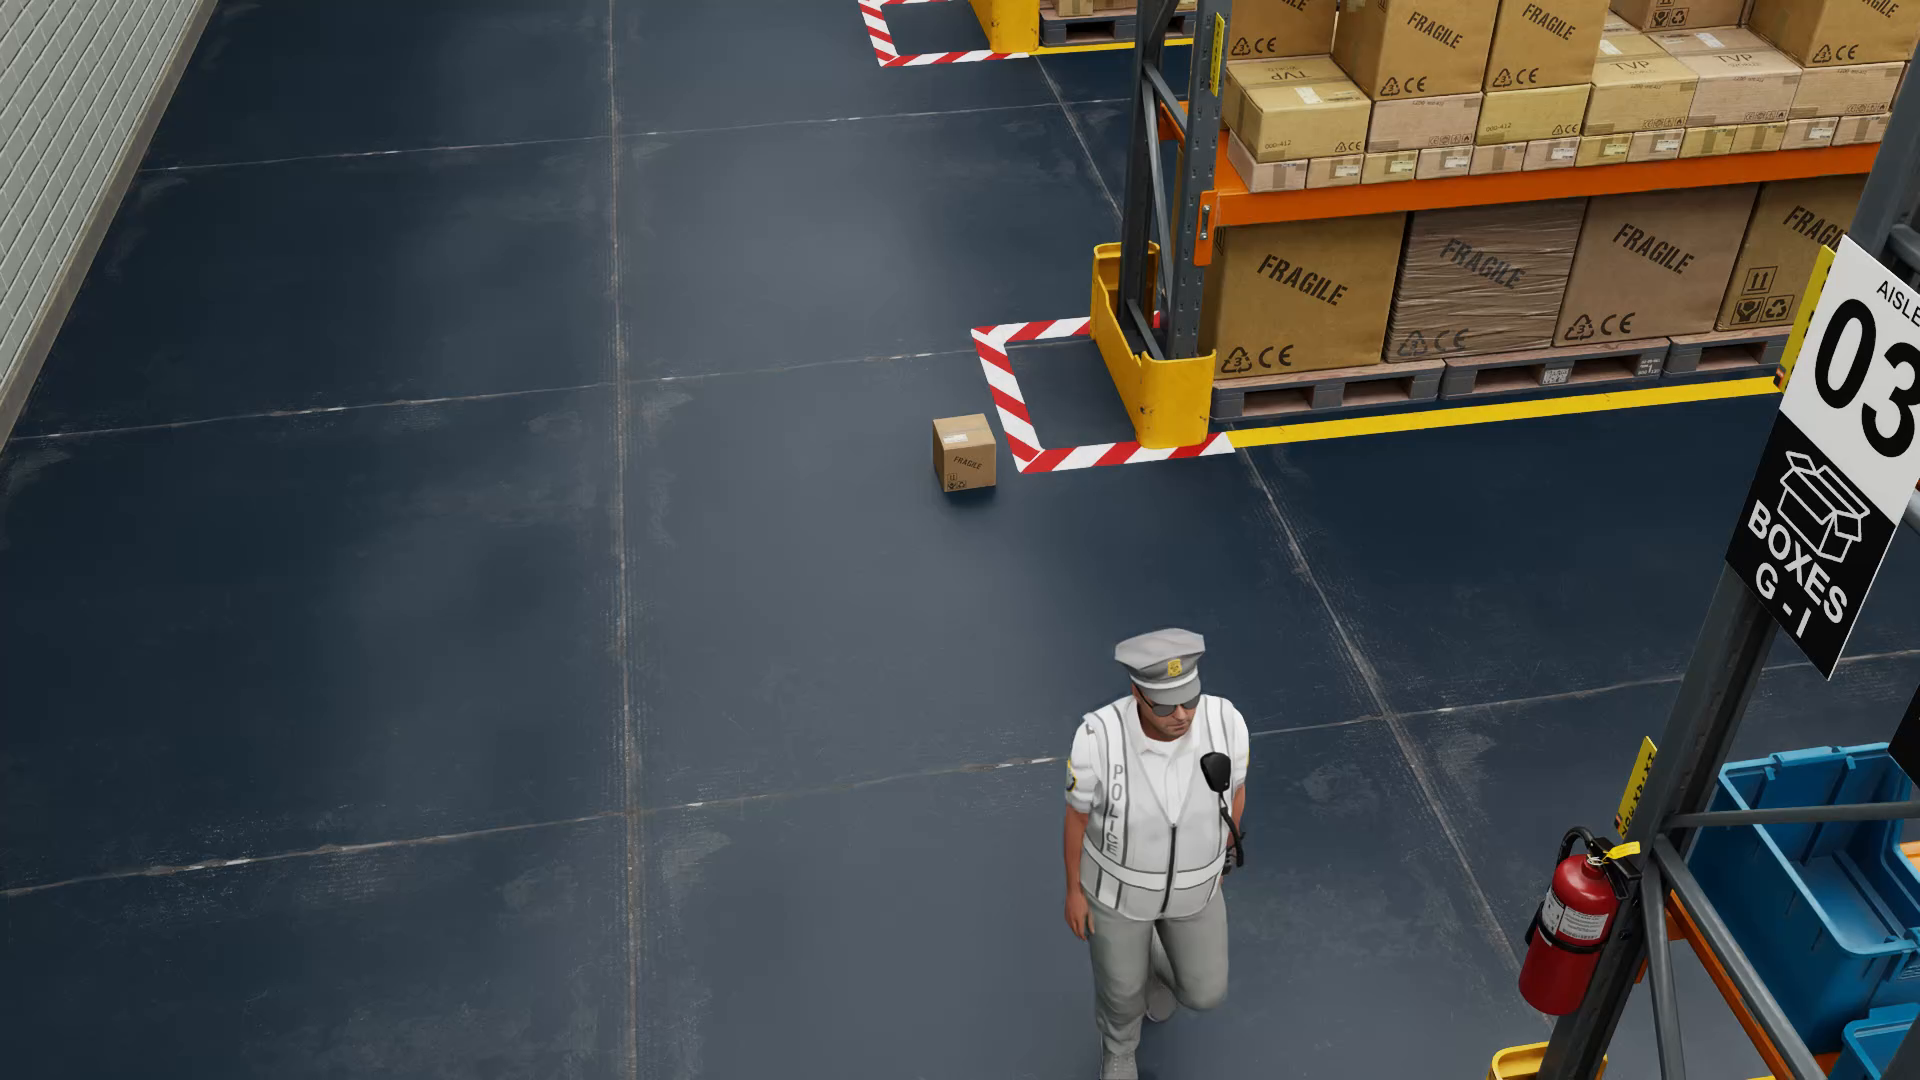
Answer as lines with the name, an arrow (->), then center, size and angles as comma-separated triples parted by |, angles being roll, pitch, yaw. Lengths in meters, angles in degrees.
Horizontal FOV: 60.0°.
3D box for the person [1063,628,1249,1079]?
person -> 0.564, 0.959, 4.886 | 0.537, 1.758, 0.533 | -4, 39, -5
